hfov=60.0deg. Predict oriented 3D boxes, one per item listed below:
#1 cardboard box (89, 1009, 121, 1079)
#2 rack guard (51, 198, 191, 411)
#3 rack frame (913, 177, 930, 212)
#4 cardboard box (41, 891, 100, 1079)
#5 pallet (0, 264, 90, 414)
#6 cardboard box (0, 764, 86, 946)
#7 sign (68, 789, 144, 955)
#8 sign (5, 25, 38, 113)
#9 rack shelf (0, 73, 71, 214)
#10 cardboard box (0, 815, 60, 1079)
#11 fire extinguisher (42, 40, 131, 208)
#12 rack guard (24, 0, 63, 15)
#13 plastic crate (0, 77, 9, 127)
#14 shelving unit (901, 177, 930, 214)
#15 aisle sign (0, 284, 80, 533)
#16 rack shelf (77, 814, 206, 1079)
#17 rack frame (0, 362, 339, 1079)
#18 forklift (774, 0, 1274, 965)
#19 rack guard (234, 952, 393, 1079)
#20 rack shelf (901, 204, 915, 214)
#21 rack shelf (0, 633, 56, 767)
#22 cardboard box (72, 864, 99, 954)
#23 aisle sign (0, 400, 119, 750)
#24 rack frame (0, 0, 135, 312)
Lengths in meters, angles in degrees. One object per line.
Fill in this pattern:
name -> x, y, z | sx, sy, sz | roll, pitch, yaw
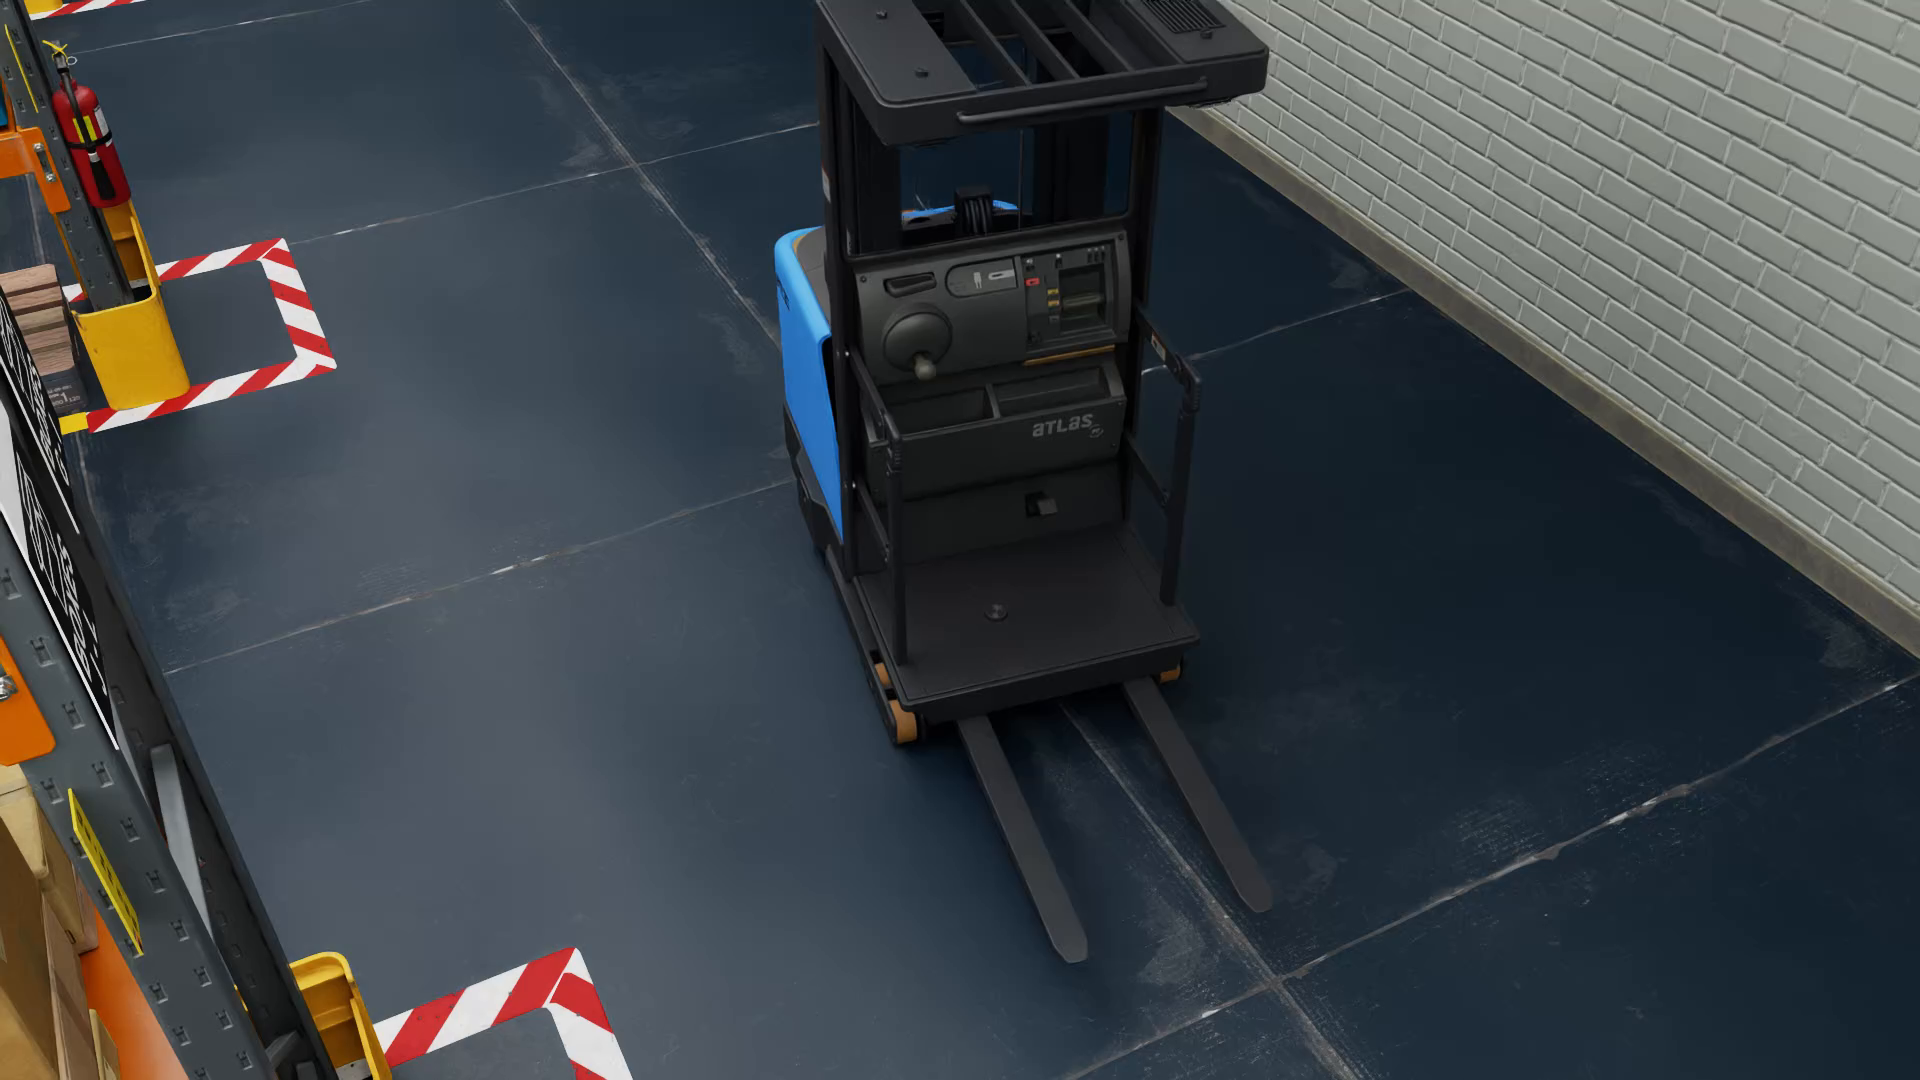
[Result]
cardboard box -> -1.792, 1.151, 3.263 | 0.250, 0.149, 0.380 | -18, 43, -20
rack guard -> -3.900, -1.139, 7.708 | 0.348, 0.500, 1.175 | -19, 44, -21
rack frame -> -0.153, -1.037, 7.155 | 0.008, 1.050, 0.200 | -12, 39, -14
cardboard box -> -1.935, 1.000, 3.132 | 0.500, 0.250, 0.500 | -19, 44, -21
pallet -> -4.665, -0.790, 7.520 | 1.213, 0.211, 1.003 | -19, 44, -21
cardboard box -> -2.178, 0.692, 3.496 | 0.500, 0.250, 0.500 | -20, 44, -22
sign -> -1.390, 0.543, 2.708 | 0.005, 0.325, 0.100 | -19, 44, -21
sign -> -3.647, -1.830, 6.464 | 0.005, 0.325, 0.100 | -19, 44, -21
rack shelf -> -5.690, -1.207, 6.411 | 4.000, 0.370, 1.077 | -19, 44, -21
cardboard box -> -1.939, 0.713, 2.891 | 0.500, 0.500, 0.500 | -18, 43, -20
fire extinguisher -> -3.572, -1.691, 6.775 | 0.183, 0.674, 0.296 | -19, 44, -21
rack guard -> -6.268, -3.941, 11.019 | 0.348, 0.500, 1.175 | -19, 44, -21
plastic crate -> -4.126, -1.908, 6.608 | 0.499, 0.435, 0.616 | -19, 44, -21
shelving unit -> -0.268, -1.011, 7.125 | 0.252, 1.050, 0.215 | -12, 39, -14
aisle sign -> -1.703, -0.426, 2.919 | 0.004, 0.787, 0.394 | -19, 44, -21
rack shelf -> -3.402, 1.631, 3.058 | 4.000, 0.370, 1.077 | -19, 44, -21
rack frame -> -1.626, 0.762, 3.528 | 0.053, 2.616, 0.949 | -19, 44, -21
forklift -> 0.185, -0.691, 5.297 | 1.130, 2.935, 3.031 | -12, 42, -13
rack guard -> -1.607, 1.707, 4.347 | 0.348, 0.500, 1.175 | -19, 44, -21
rack shelf -> -0.272, -1.227, 6.957 | 0.240, 0.259, 0.215 | -12, 39, -14
rack shelf -> -3.402, 0.486, 2.089 | 4.000, 0.370, 1.077 | -19, 44, -21
cardboard box -> -2.095, 0.773, 3.710 | 0.250, 0.149, 0.380 | -18, 43, -20
aisle sign -> -1.425, -0.082, 2.513 | 0.004, 0.787, 0.394 | -19, 44, -21
rack frame -> -3.916, -2.078, 6.884 | 0.127, 3.000, 1.000 | -19, 44, -21
